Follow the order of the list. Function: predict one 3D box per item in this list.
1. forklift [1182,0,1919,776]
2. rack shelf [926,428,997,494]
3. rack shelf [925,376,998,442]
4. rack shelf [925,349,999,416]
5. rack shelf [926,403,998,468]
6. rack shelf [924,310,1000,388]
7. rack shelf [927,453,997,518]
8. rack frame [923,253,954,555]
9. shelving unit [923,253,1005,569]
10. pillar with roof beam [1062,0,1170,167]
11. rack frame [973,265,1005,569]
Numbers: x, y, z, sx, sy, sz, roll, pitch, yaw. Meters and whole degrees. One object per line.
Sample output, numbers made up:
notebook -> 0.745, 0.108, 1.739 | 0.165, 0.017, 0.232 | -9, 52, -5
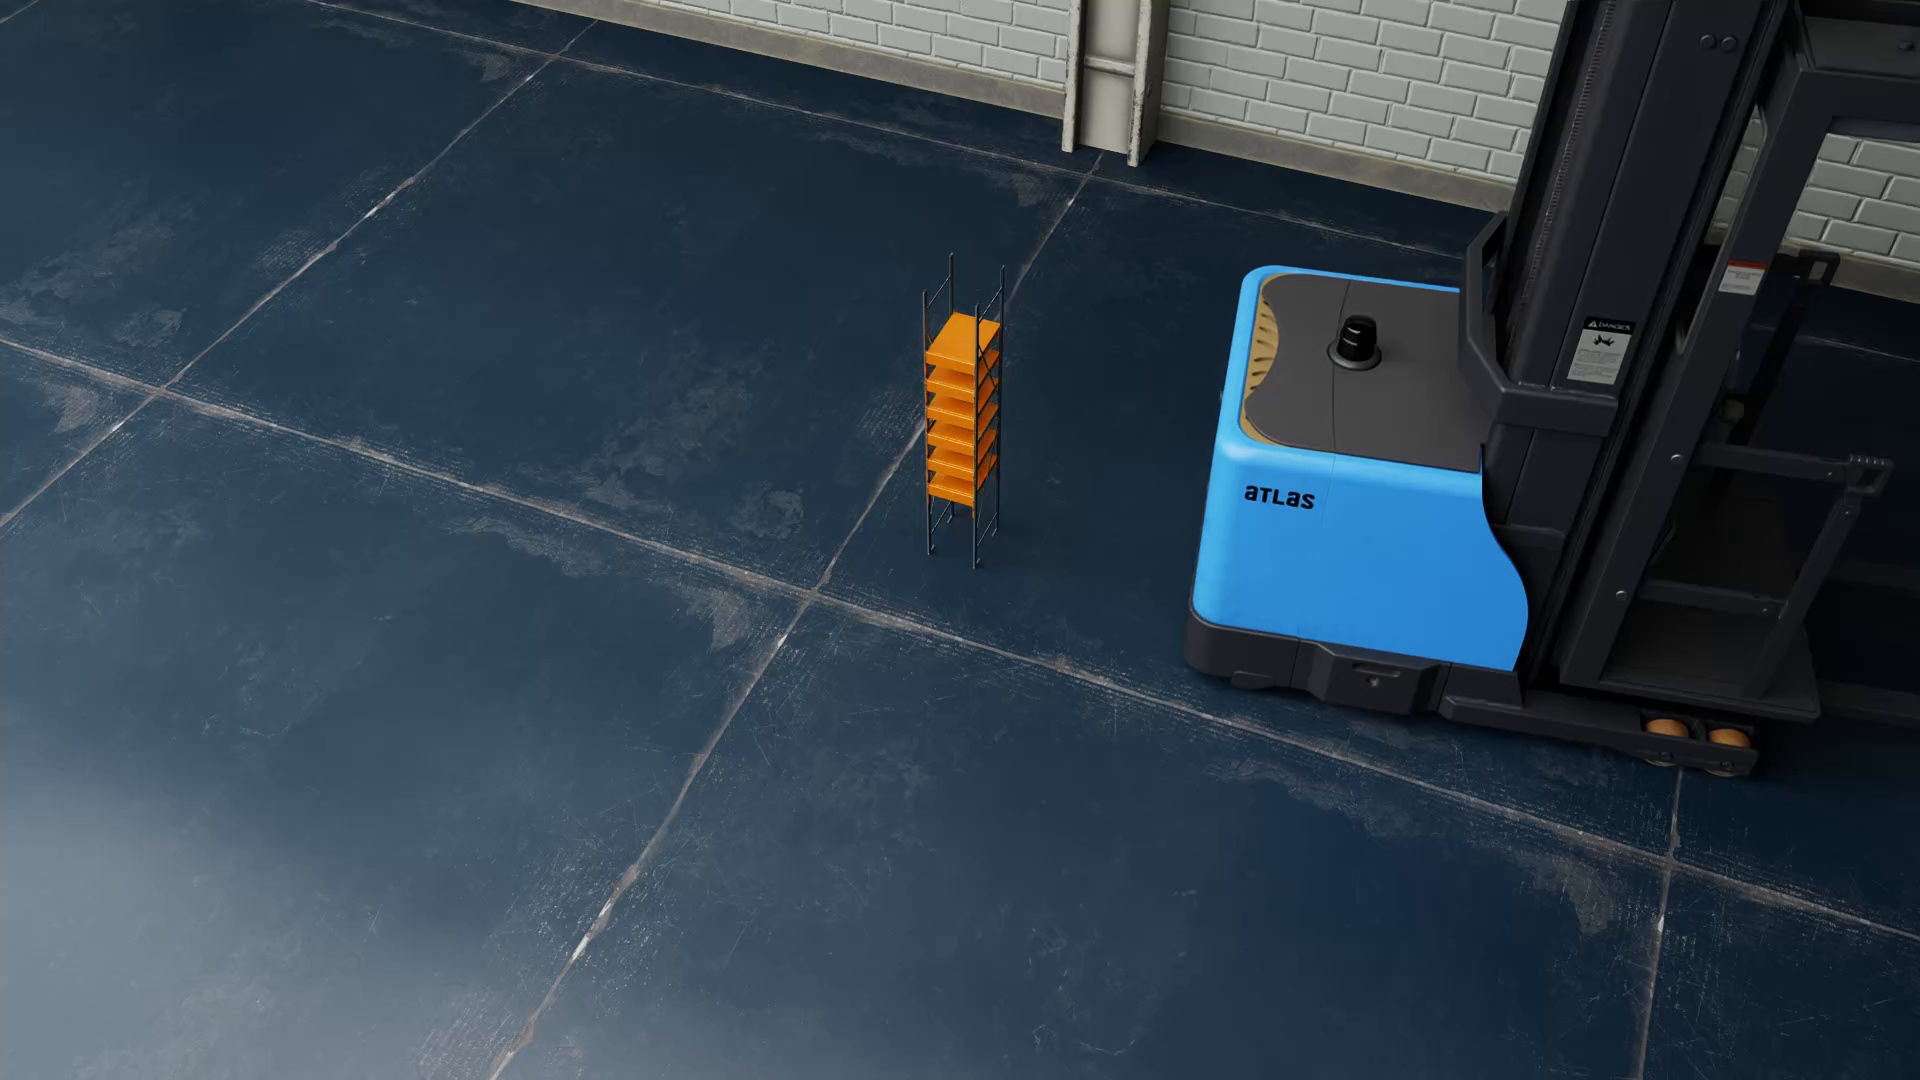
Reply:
forklift -> 2.341, -0.675, 4.851 | 3.031, 2.935, 1.130 | 9, 46, 9
rack shelf -> 0.013, -0.305, 5.939 | 0.180, 0.103, 0.258 | 16, 47, 16
rack shelf -> 0.013, -0.475, 5.770 | 0.180, 0.103, 0.258 | 16, 47, 16
rack shelf -> 0.013, -0.560, 5.685 | 0.180, 0.103, 0.258 | 16, 47, 16
rack shelf -> 0.013, -0.390, 5.854 | 0.180, 0.103, 0.258 | 16, 47, 16
rack shelf -> 0.013, -0.645, 5.600 | 0.180, 0.103, 0.258 | 16, 47, 16
rack shelf -> 0.013, -0.220, 6.023 | 0.180, 0.103, 0.258 | 16, 47, 16
rack frame -> -0.071, -0.446, 5.848 | 0.006, 1.200, 0.240 | 16, 47, 16
shelving unit -> 0.013, -0.421, 5.823 | 0.189, 1.200, 0.258 | 16, 47, 16
pillar with roof beam -> -0.917, -2.351, 2.233 | 0.400, 9.000, 9.100 | 16, 47, 16
rack frame -> 0.098, -0.397, 5.798 | 0.006, 1.200, 0.240 | 16, 47, 16
